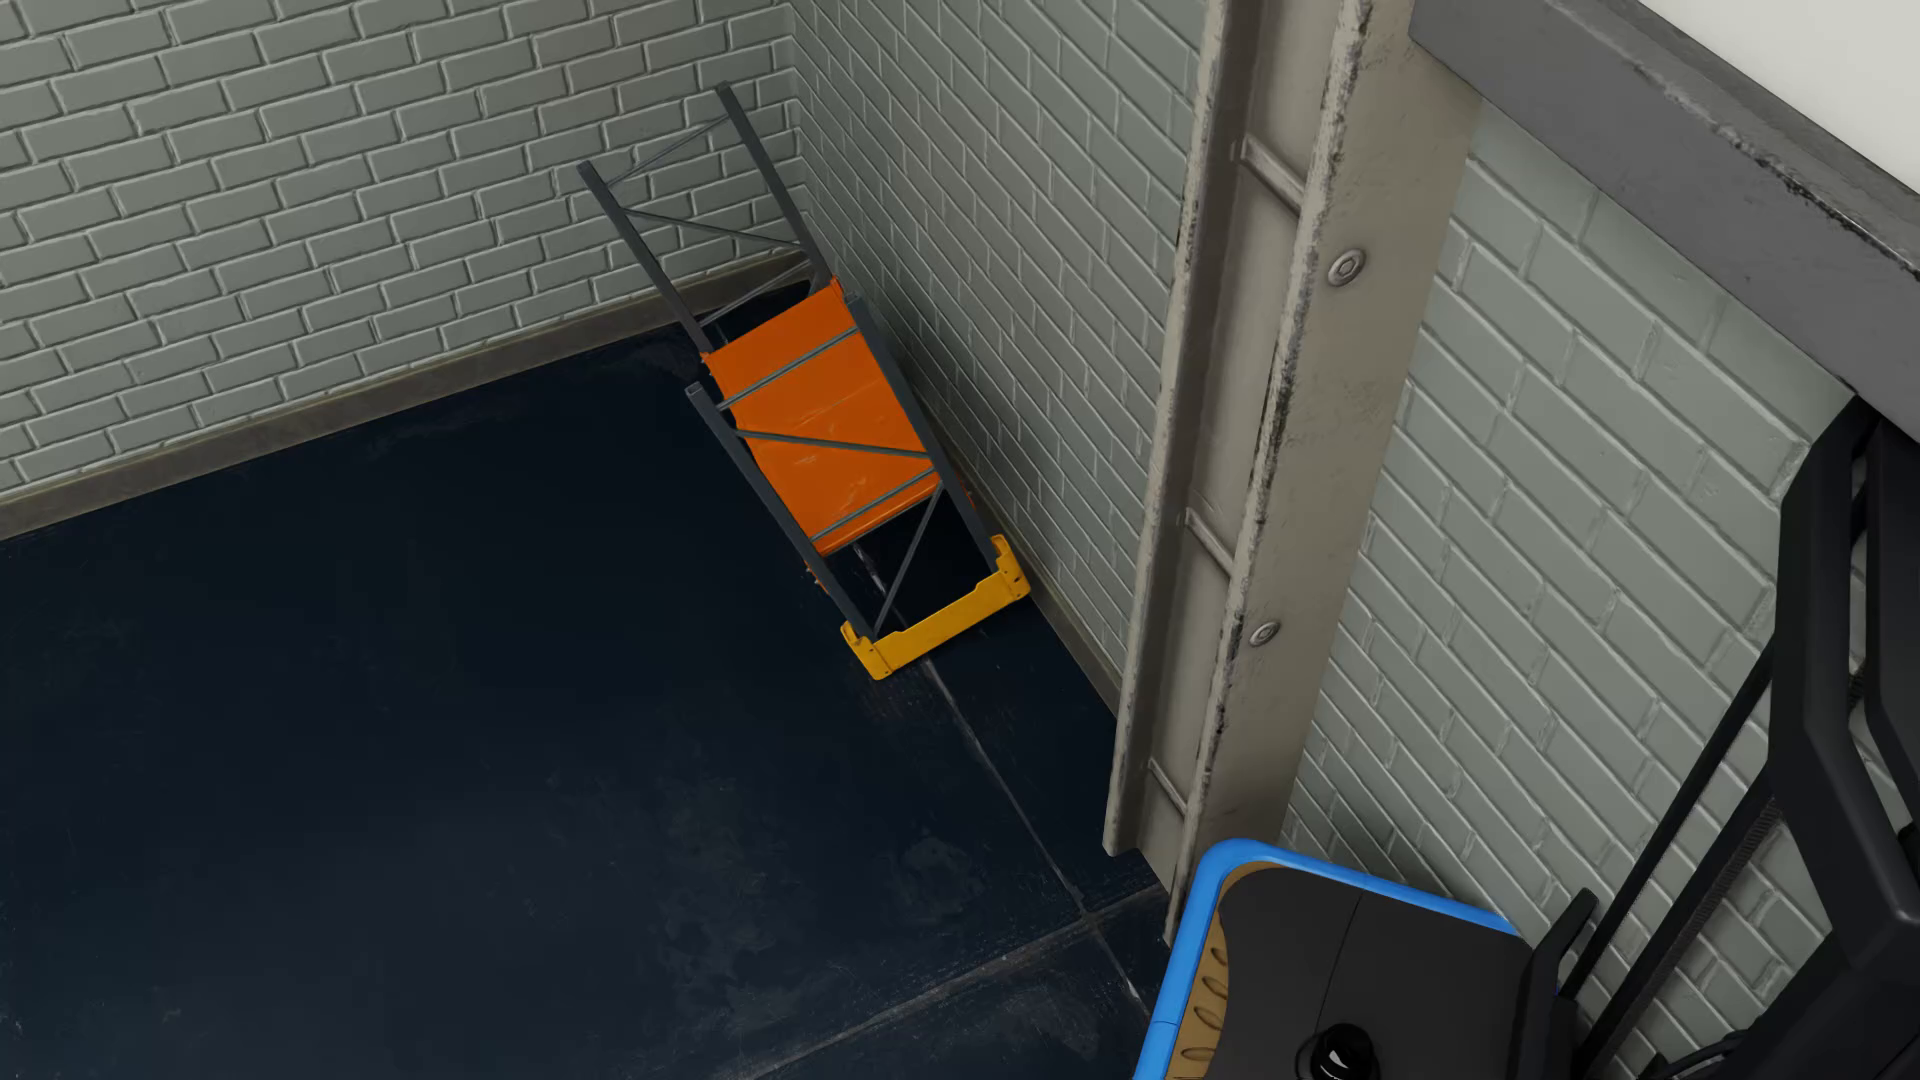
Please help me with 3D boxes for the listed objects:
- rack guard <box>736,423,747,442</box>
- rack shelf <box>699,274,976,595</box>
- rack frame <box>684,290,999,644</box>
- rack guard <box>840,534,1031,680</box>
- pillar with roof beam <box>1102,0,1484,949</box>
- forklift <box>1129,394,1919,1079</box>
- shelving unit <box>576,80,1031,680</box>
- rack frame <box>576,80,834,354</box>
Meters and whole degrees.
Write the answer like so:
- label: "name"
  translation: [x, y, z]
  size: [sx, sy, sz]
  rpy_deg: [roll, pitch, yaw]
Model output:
- label: "rack guard"
  translation: [-0.478, -0.466, 5.875]
  size: [0.587, 0.250, 0.087]
  rpy_deg: [-30, 53, -1]
- label: "rack shelf"
  translation: [-0.403, -0.353, 5.214]
  size: [0.538, 0.185, 1.000]
  rpy_deg: [-30, 53, -1]
- label: "rack frame"
  translation: [-0.249, -0.099, 4.764]
  size: [0.500, 1.500, 0.032]
  rpy_deg: [-30, 53, -1]
- label: "rack guard"
  translation: [-0.072, 0.217, 5.274]
  size: [0.587, 0.250, 0.087]
  rpy_deg: [-30, 53, -1]
- label: "pillar with roof beam"
  translation: [-3.180, -0.498, 0.207]
  size: [9.100, 9.000, 0.400]
  rpy_deg: [-21, 52, -18]
- label: "forklift"
  translation: [1.808, 1.121, 2.823]
  size: [3.031, 2.935, 1.130]
  rpy_deg: [15, 51, 13]
- label: "shelving unit"
  translation: [-0.460, -0.454, 5.076]
  size: [0.587, 1.500, 1.083]
  rpy_deg: [-30, 53, -1]
- label: "rack frame"
  translation: [-0.663, -0.796, 5.377]
  size: [0.500, 1.500, 0.032]
  rpy_deg: [-30, 53, -1]
